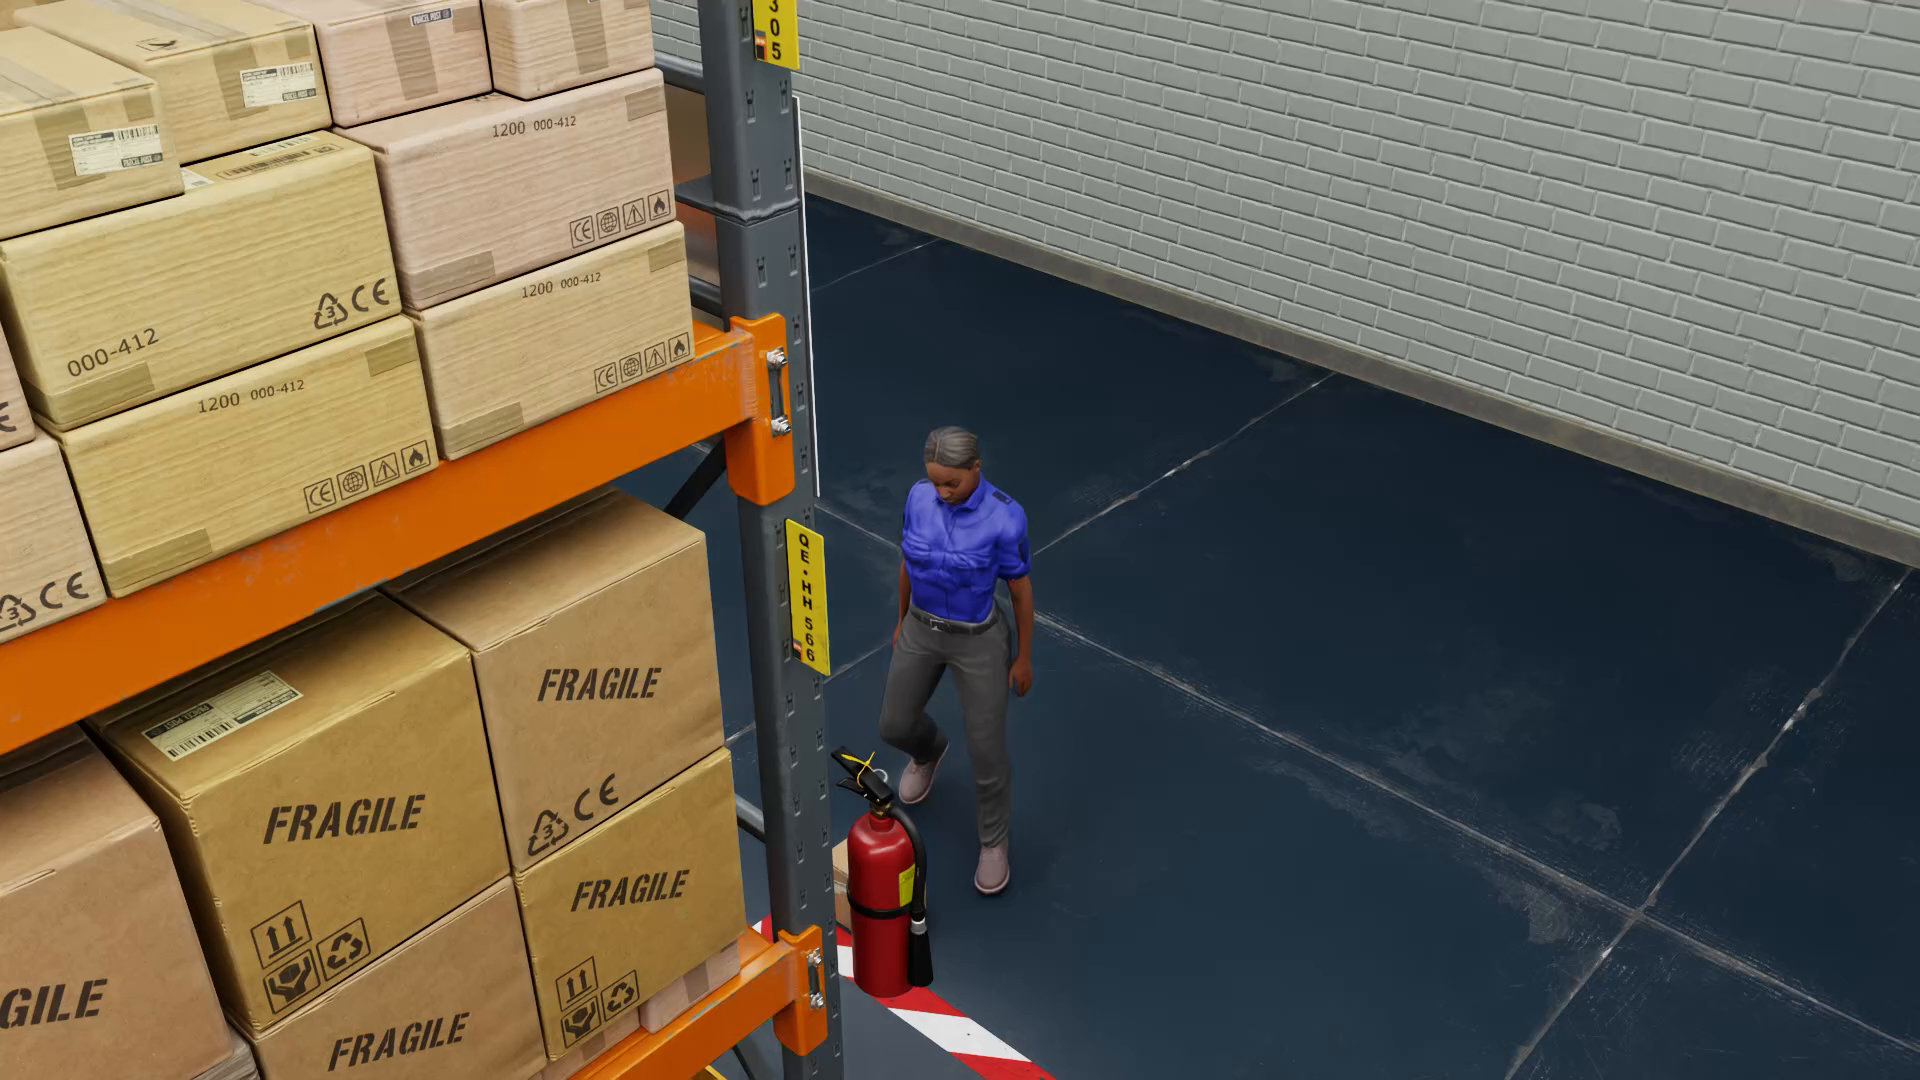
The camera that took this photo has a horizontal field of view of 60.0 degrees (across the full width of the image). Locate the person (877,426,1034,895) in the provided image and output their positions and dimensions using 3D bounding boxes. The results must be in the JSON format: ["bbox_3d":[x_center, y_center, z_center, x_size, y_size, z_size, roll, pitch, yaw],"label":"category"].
[{"bbox_3d":[-0.005,0.347,5.564,0.541,1.654,0.523,14,34,21],"label":"person"}]
